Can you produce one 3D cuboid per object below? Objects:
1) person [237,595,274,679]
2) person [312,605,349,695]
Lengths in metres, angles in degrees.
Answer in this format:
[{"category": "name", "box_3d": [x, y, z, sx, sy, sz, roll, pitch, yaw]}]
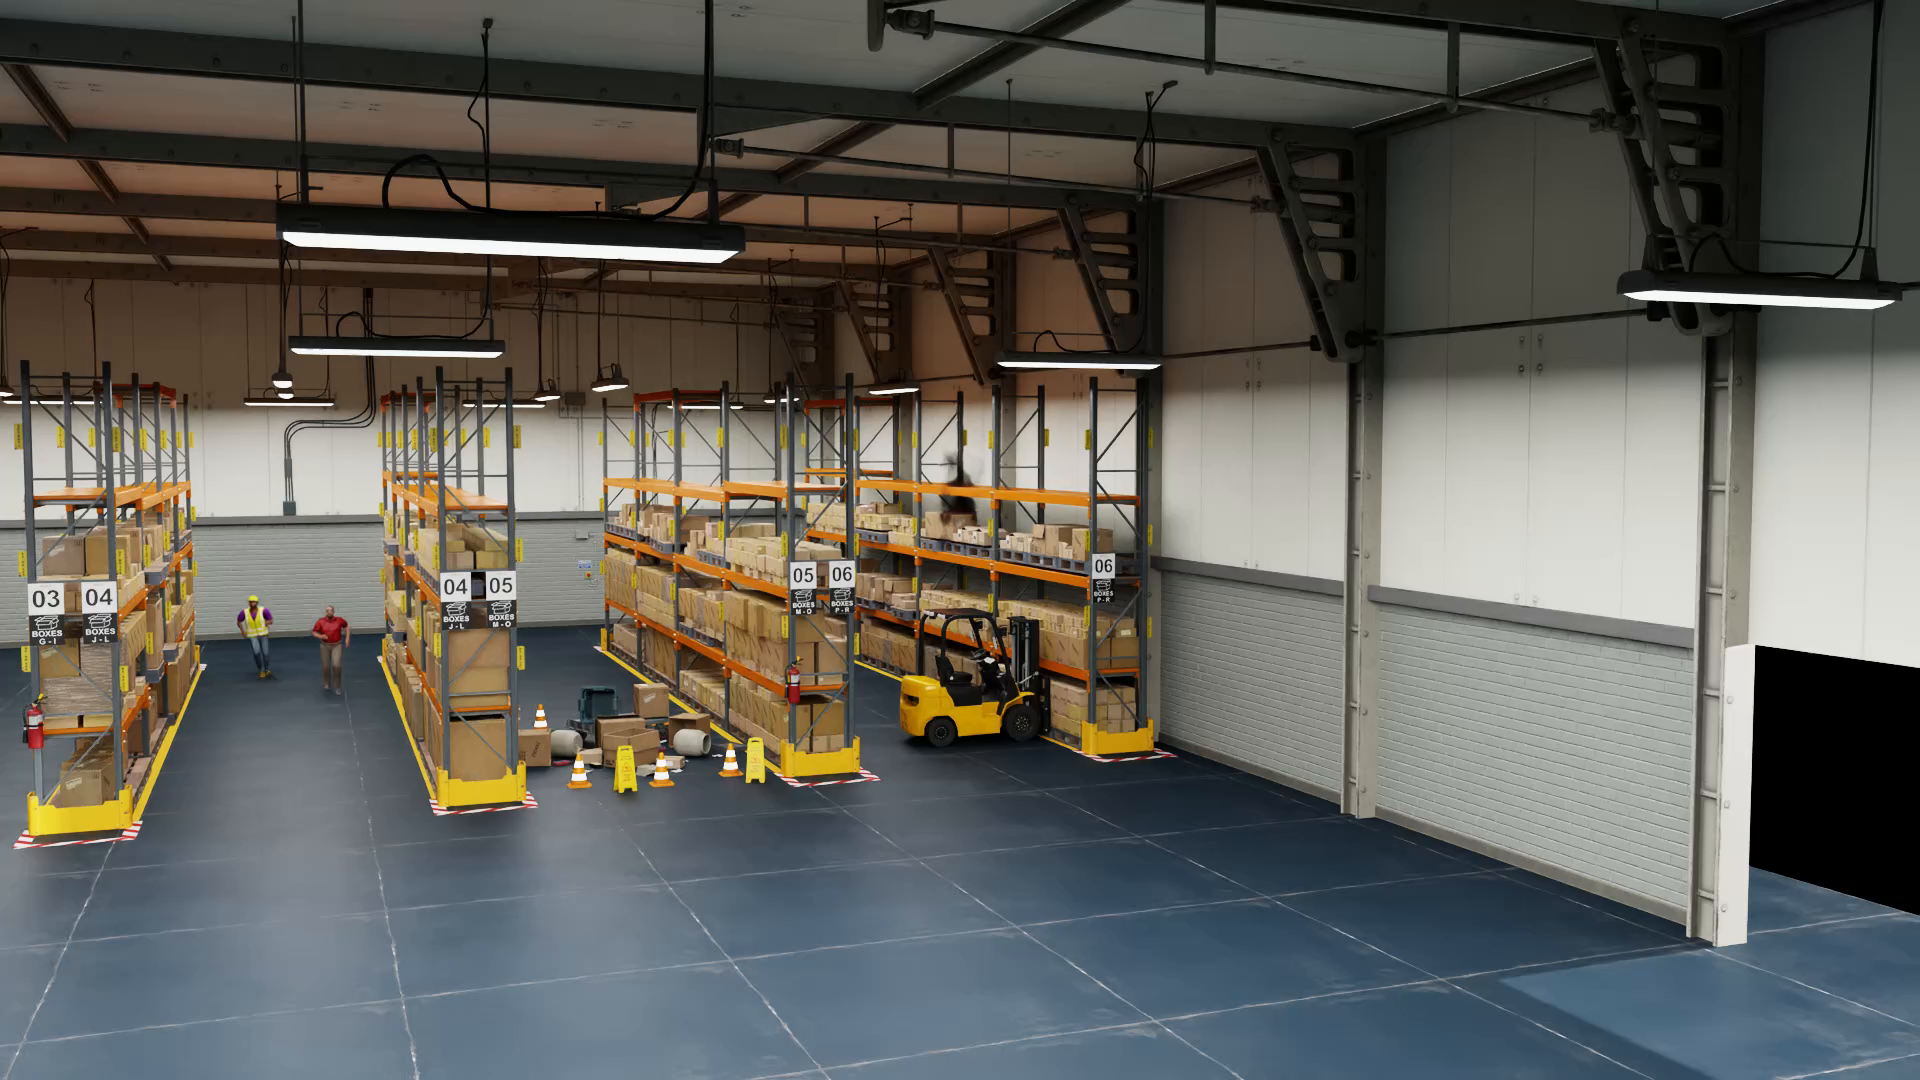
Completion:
[{"category": "person", "box_3d": [-14.787, 2.049, 34.941, 0.697, 1.782, 0.736, -2, 4, -27]}, {"category": "person", "box_3d": [-12.402, 2.192, 32.804, 0.683, 1.818, 0.783, -1, 4, -20]}]
